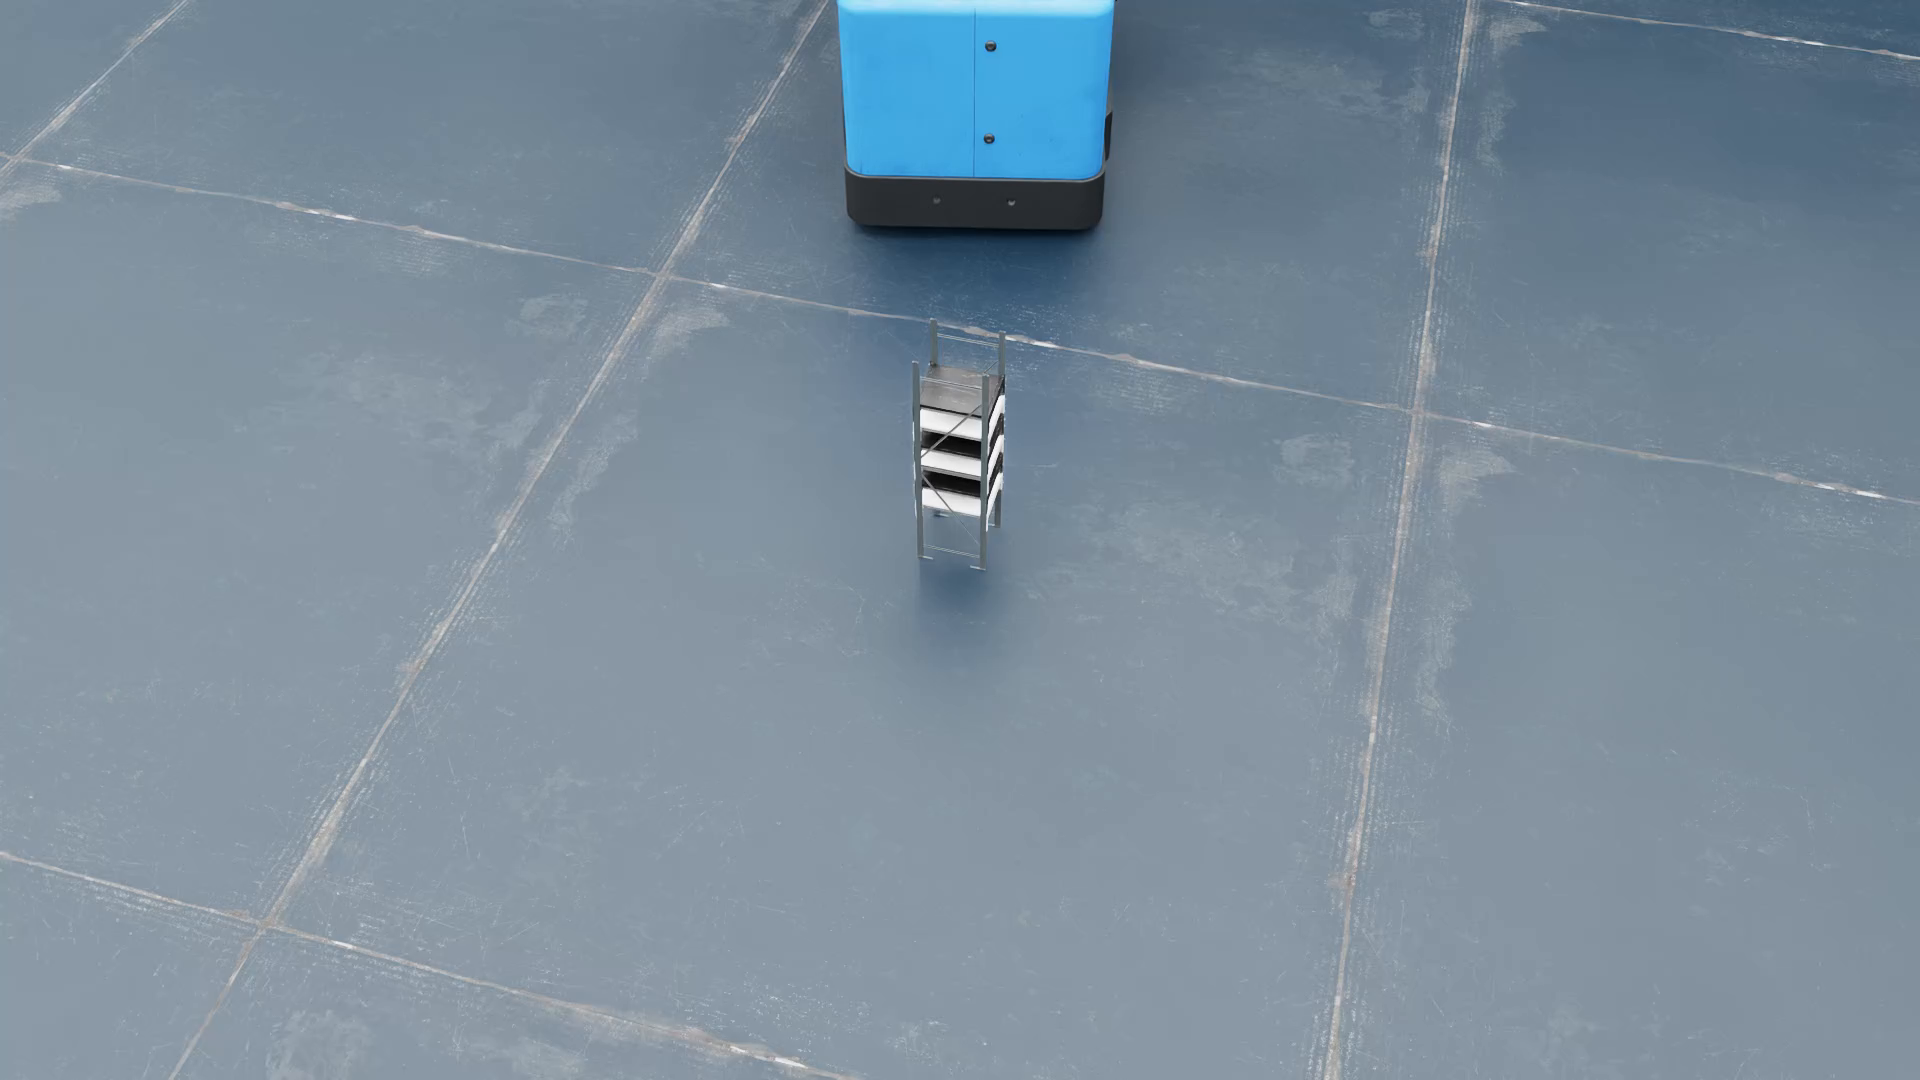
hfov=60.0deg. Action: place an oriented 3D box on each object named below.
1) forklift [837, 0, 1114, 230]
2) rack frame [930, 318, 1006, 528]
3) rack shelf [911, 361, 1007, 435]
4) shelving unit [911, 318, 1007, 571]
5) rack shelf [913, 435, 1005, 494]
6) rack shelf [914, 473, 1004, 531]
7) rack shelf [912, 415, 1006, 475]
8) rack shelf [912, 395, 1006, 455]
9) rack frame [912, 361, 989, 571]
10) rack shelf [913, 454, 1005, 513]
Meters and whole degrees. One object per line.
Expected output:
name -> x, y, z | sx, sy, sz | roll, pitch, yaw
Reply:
forklift -> 0.106, -3.328, 6.732 | 1.130, 2.935, 3.031 | 1, 49, 1
rack frame -> 0.025, -0.365, 5.472 | 0.240, 0.900, 0.006 | 12, 50, 10
rack shelf -> -0.002, -0.449, 5.230 | 0.258, 0.077, 0.200 | 12, 50, 10
shelving unit -> -0.002, -0.292, 5.407 | 0.258, 0.900, 0.210 | 12, 50, 10
rack shelf -> -0.002, -0.270, 5.432 | 0.258, 0.077, 0.200 | 12, 50, 10
rack shelf -> -0.002, -0.151, 5.567 | 0.258, 0.077, 0.200 | 12, 50, 10
rack shelf -> -0.002, -0.329, 5.365 | 0.258, 0.077, 0.200 | 12, 50, 10
rack shelf -> -0.002, -0.389, 5.297 | 0.258, 0.077, 0.200 | 12, 50, 10
rack frame -> -0.029, -0.218, 5.343 | 0.240, 0.900, 0.006 | 12, 50, 10
rack shelf -> -0.002, -0.210, 5.500 | 0.258, 0.077, 0.200 | 12, 50, 10
